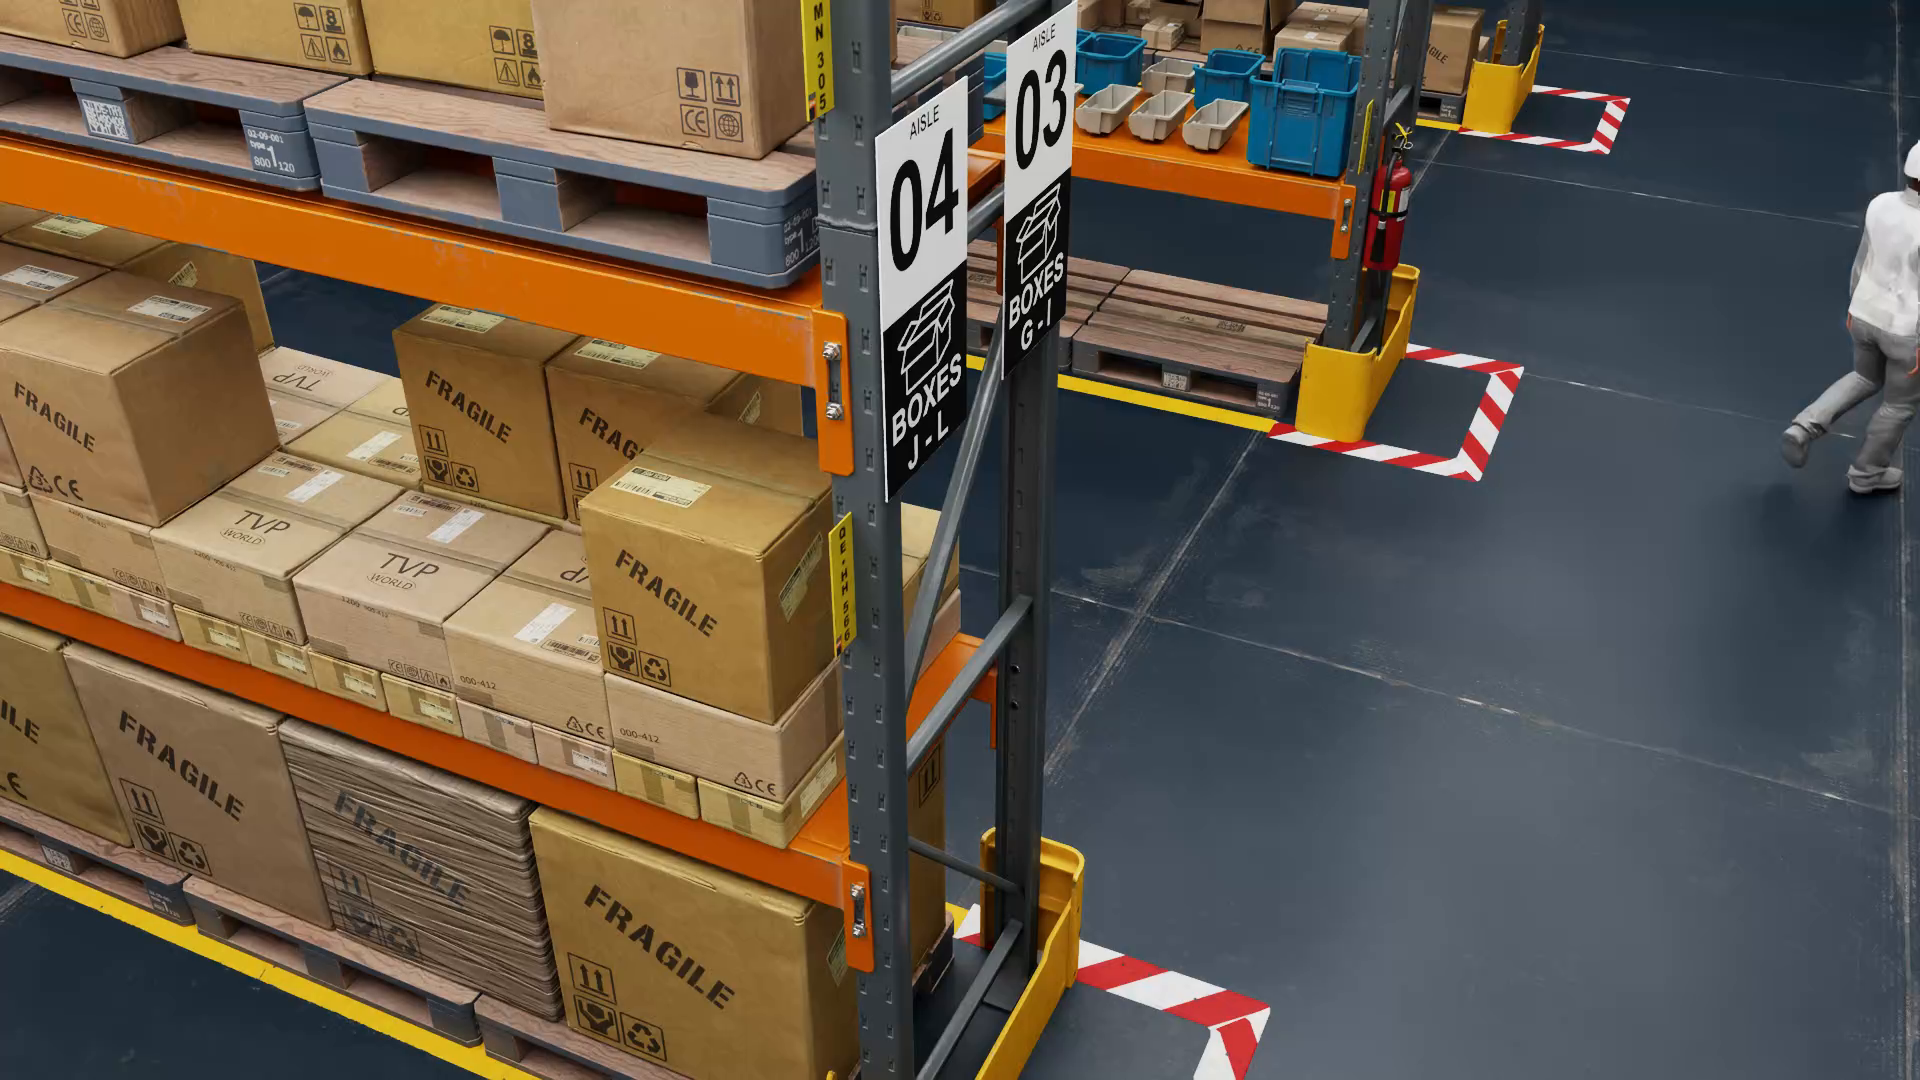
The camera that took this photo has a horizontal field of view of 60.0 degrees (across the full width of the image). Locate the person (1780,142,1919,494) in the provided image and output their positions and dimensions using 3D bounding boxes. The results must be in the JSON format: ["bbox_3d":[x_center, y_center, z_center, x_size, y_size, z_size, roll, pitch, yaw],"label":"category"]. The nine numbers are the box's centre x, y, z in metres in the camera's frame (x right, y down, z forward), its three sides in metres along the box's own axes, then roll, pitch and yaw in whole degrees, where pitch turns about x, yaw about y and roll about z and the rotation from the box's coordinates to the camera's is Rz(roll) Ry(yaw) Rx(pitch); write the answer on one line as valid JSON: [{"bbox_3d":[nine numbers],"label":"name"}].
[{"bbox_3d":[4.278,-1.007,7.614,0.623,1.754,0.552,-10,35,-15],"label":"person"}]
